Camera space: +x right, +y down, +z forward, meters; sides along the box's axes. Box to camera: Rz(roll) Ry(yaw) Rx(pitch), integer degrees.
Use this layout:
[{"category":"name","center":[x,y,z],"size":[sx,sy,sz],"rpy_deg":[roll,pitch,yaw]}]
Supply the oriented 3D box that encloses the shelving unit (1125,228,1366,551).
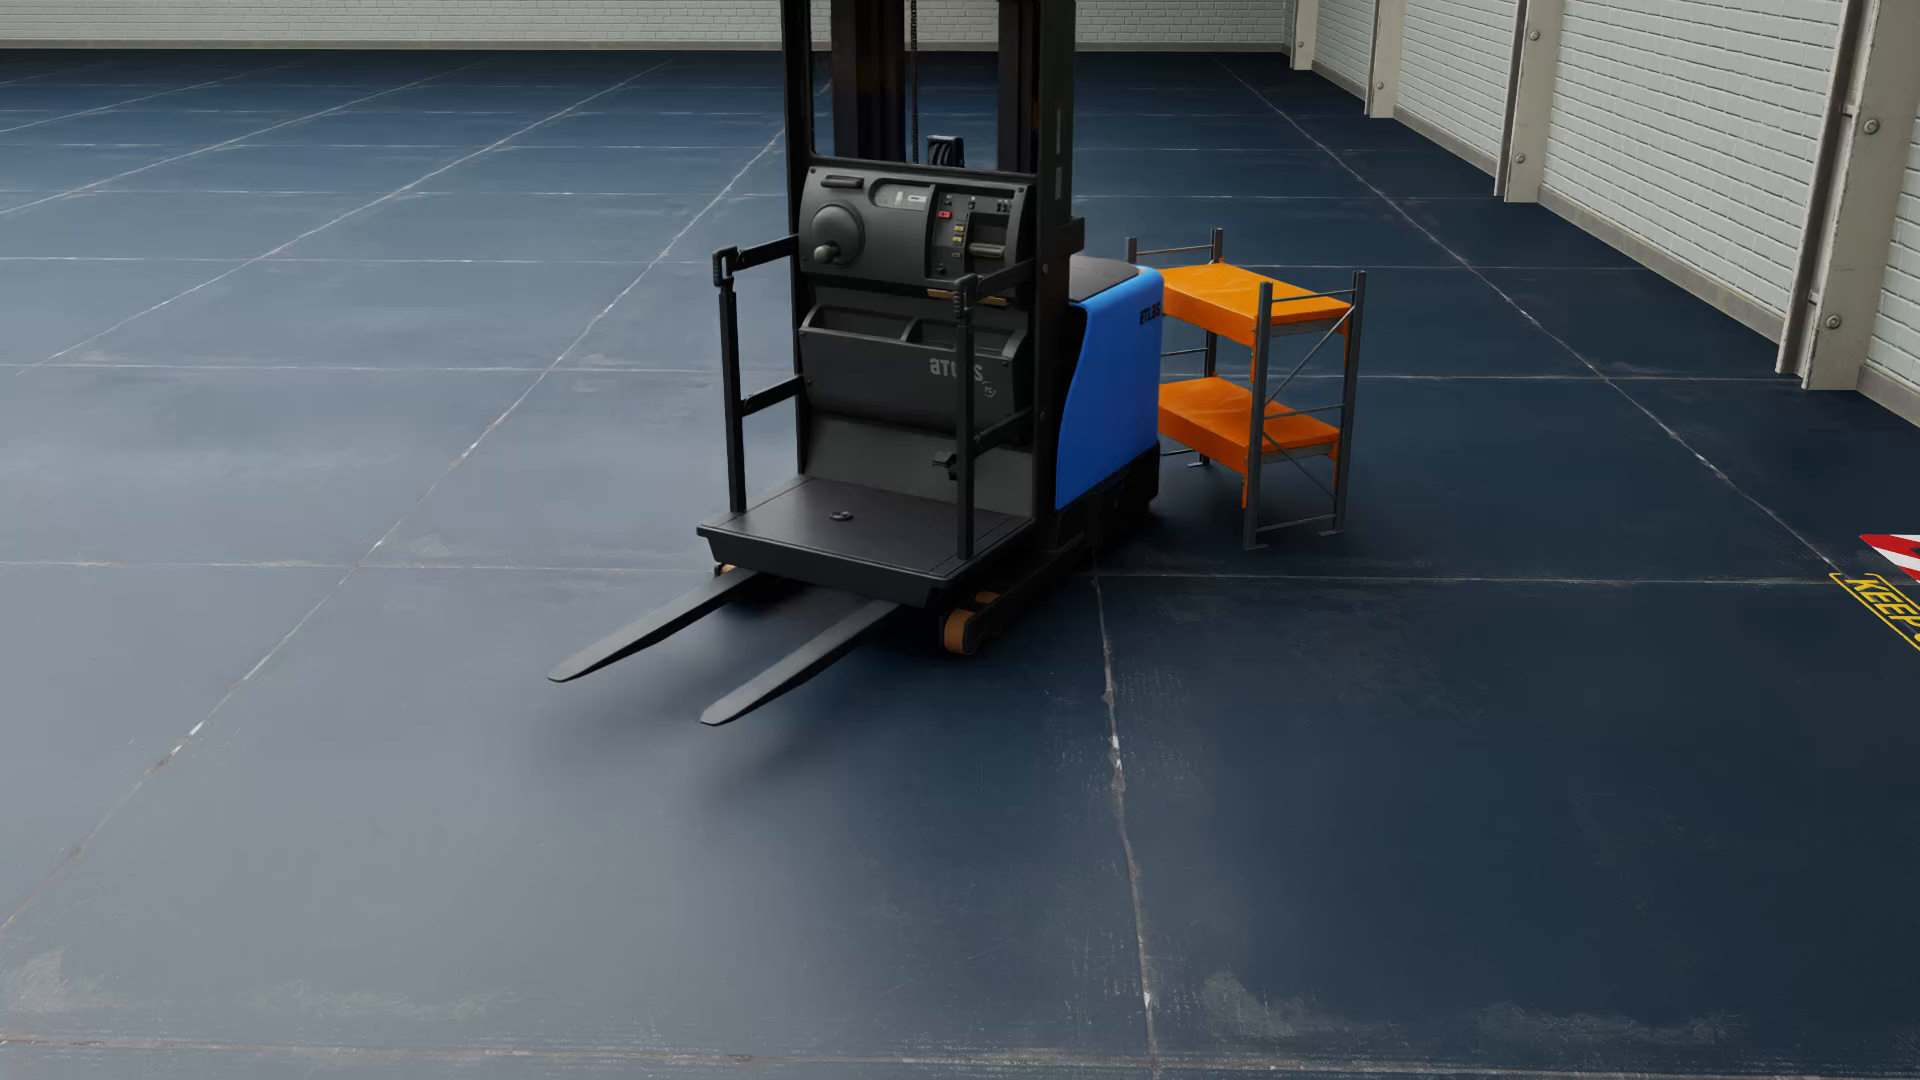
[{"category":"shelving unit","center":[1.187,-0.688,7.248],"size":[0.538,1.125,1.048],"rpy_deg":[-10,23,-24]}]

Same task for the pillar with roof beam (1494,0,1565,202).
[{"category":"pillar with roof beam","center":[0.699,-7.311,13.432],"size":[9.100,9.000,0.400],"rpy_deg":[1,21,2]}]

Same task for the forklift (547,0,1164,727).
[{"category":"forklift","center":[-0.284,-1.140,5.914],"size":[1.130,2.935,3.031],"rpy_deg":[11,24,27]}]

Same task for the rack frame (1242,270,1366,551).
[{"category":"rack frame","center":[1.408,-0.523,6.822],"size":[0.500,1.125,0.032],"rpy_deg":[-10,23,-24]}]

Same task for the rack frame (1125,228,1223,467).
[{"category":"rack frame","center":[0.965,-0.854,7.675],"size":[0.500,1.125,0.032],"rpy_deg":[-10,23,-24]}]

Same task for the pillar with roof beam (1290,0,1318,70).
[{"category":"pillar with roof beam","center":[1.064,-11.650,24.614],"size":[9.100,9.000,0.400],"rpy_deg":[1,21,2]}]

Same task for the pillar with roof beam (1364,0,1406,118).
[{"category":"pillar with roof beam","center":[0.882,-9.481,19.023],"size":[9.100,9.000,0.400],"rpy_deg":[1,21,2]}]

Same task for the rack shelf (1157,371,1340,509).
[{"category":"rack shelf","center":[1.187,-0.460,7.336],"size":[0.538,0.278,1.000],"rpy_deg":[-10,23,-24]}]

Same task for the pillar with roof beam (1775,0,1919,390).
[{"category":"pillar with roof beam","center":[0.517,-5.142,7.840],"size":[9.100,9.000,0.400],"rpy_deg":[1,21,2]}]

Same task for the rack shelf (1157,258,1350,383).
[{"category":"rack shelf","center":[1.187,-0.961,7.142],"size":[0.538,0.278,1.000],"rpy_deg":[-10,23,-24]}]
